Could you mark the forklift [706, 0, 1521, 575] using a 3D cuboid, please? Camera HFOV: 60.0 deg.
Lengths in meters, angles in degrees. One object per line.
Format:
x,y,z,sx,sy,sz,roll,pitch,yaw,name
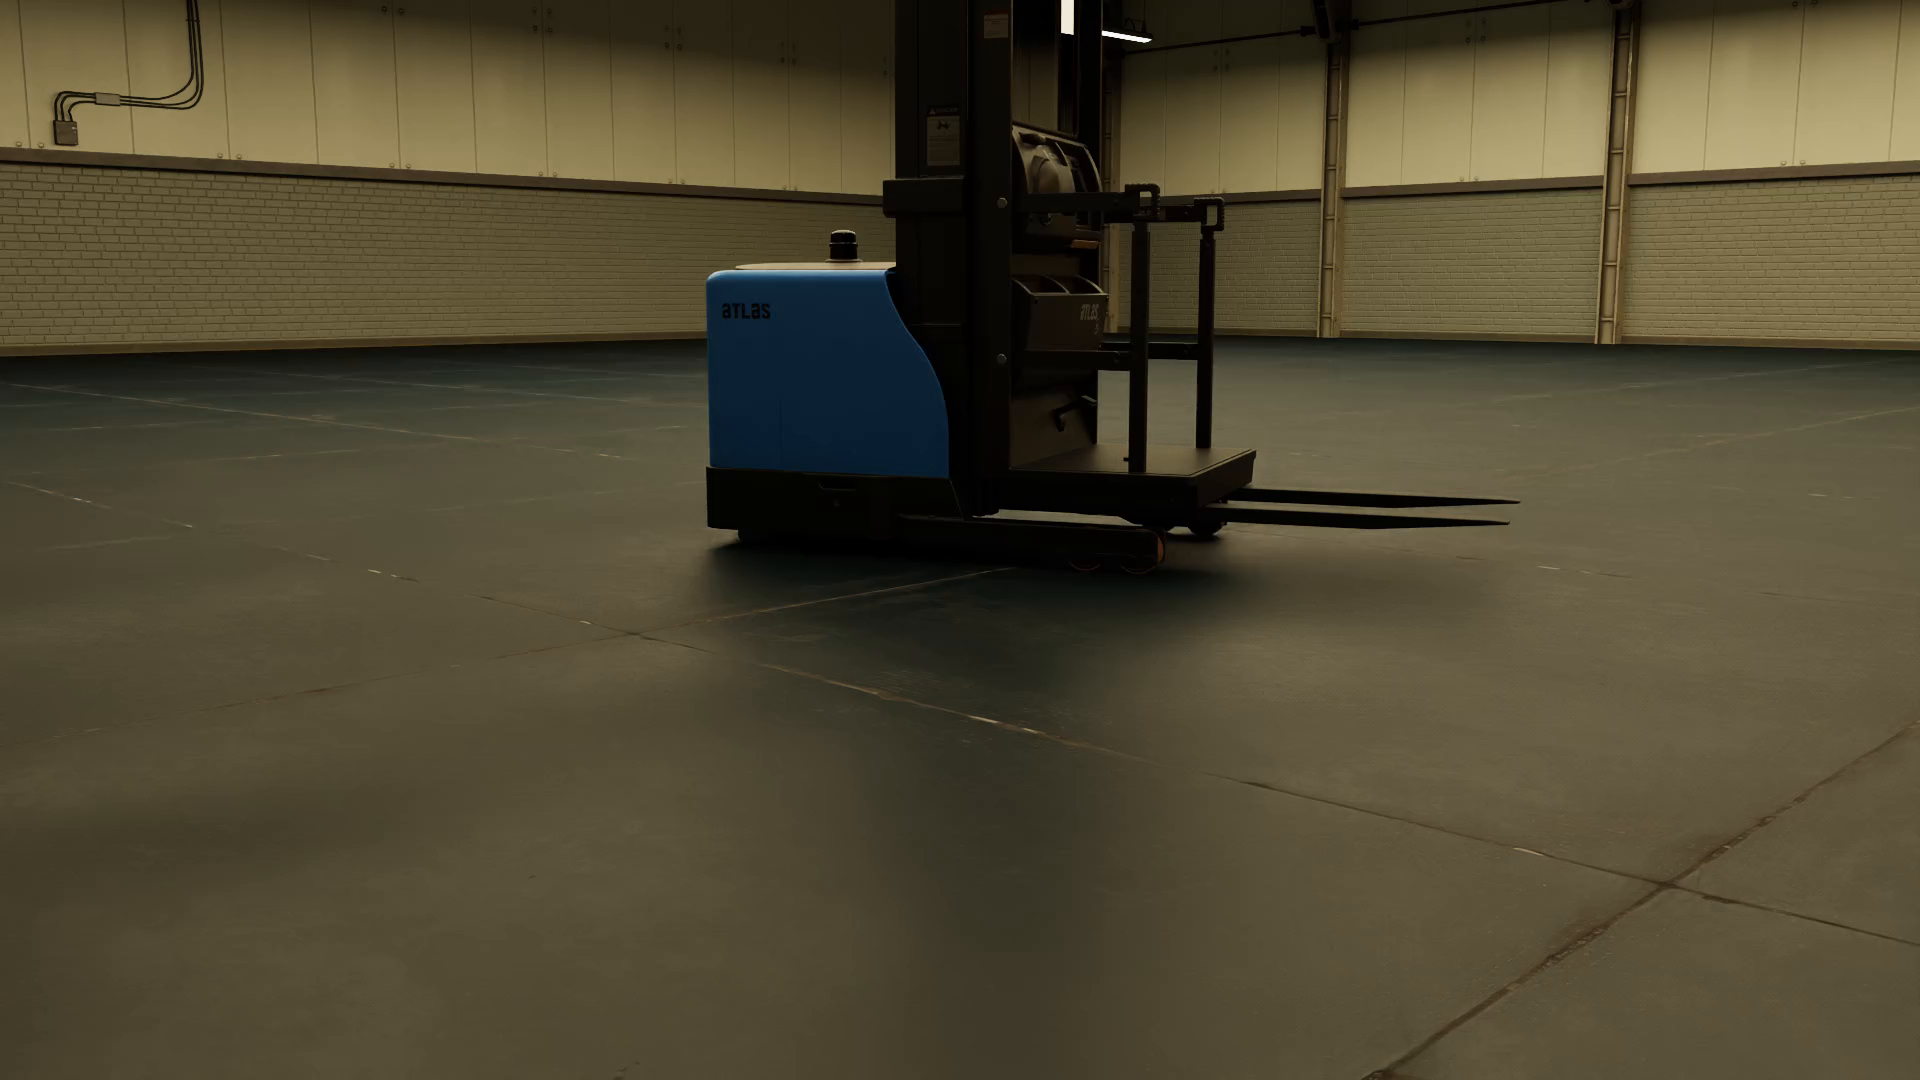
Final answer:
0.565,-1.416,6.275,3.031,2.935,1.130,3,9,22,forklift
